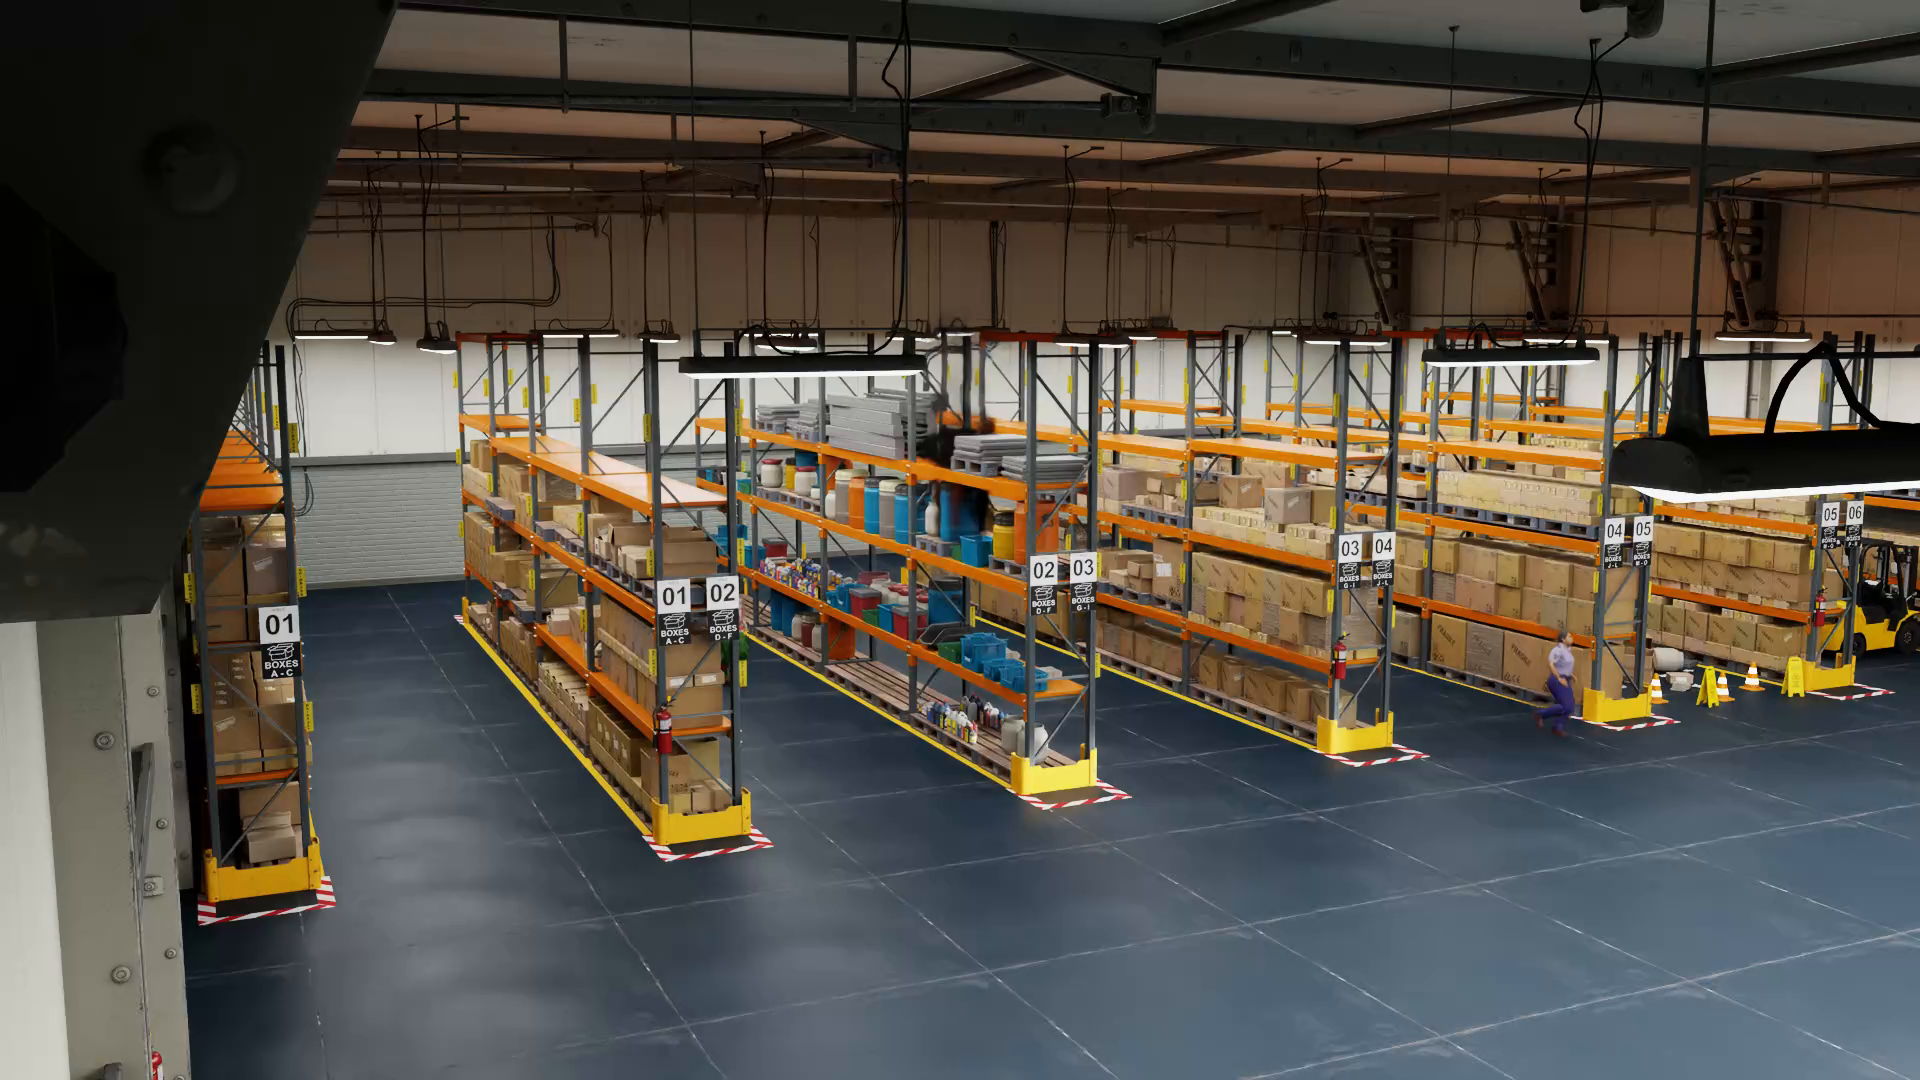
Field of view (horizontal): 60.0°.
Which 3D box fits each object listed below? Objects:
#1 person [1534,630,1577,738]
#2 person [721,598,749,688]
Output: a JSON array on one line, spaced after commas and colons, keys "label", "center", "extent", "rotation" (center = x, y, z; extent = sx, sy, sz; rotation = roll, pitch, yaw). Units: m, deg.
[{"label": "person", "center": [9.071, 2.171, 25.256], "extent": [0.545, 1.604, 0.628], "rotation": [5, 9, 32]}, {"label": "person", "center": [-3.880, 1.625, 28.398], "extent": [0.613, 1.824, 0.705], "rotation": [-5, 9, -33]}]
